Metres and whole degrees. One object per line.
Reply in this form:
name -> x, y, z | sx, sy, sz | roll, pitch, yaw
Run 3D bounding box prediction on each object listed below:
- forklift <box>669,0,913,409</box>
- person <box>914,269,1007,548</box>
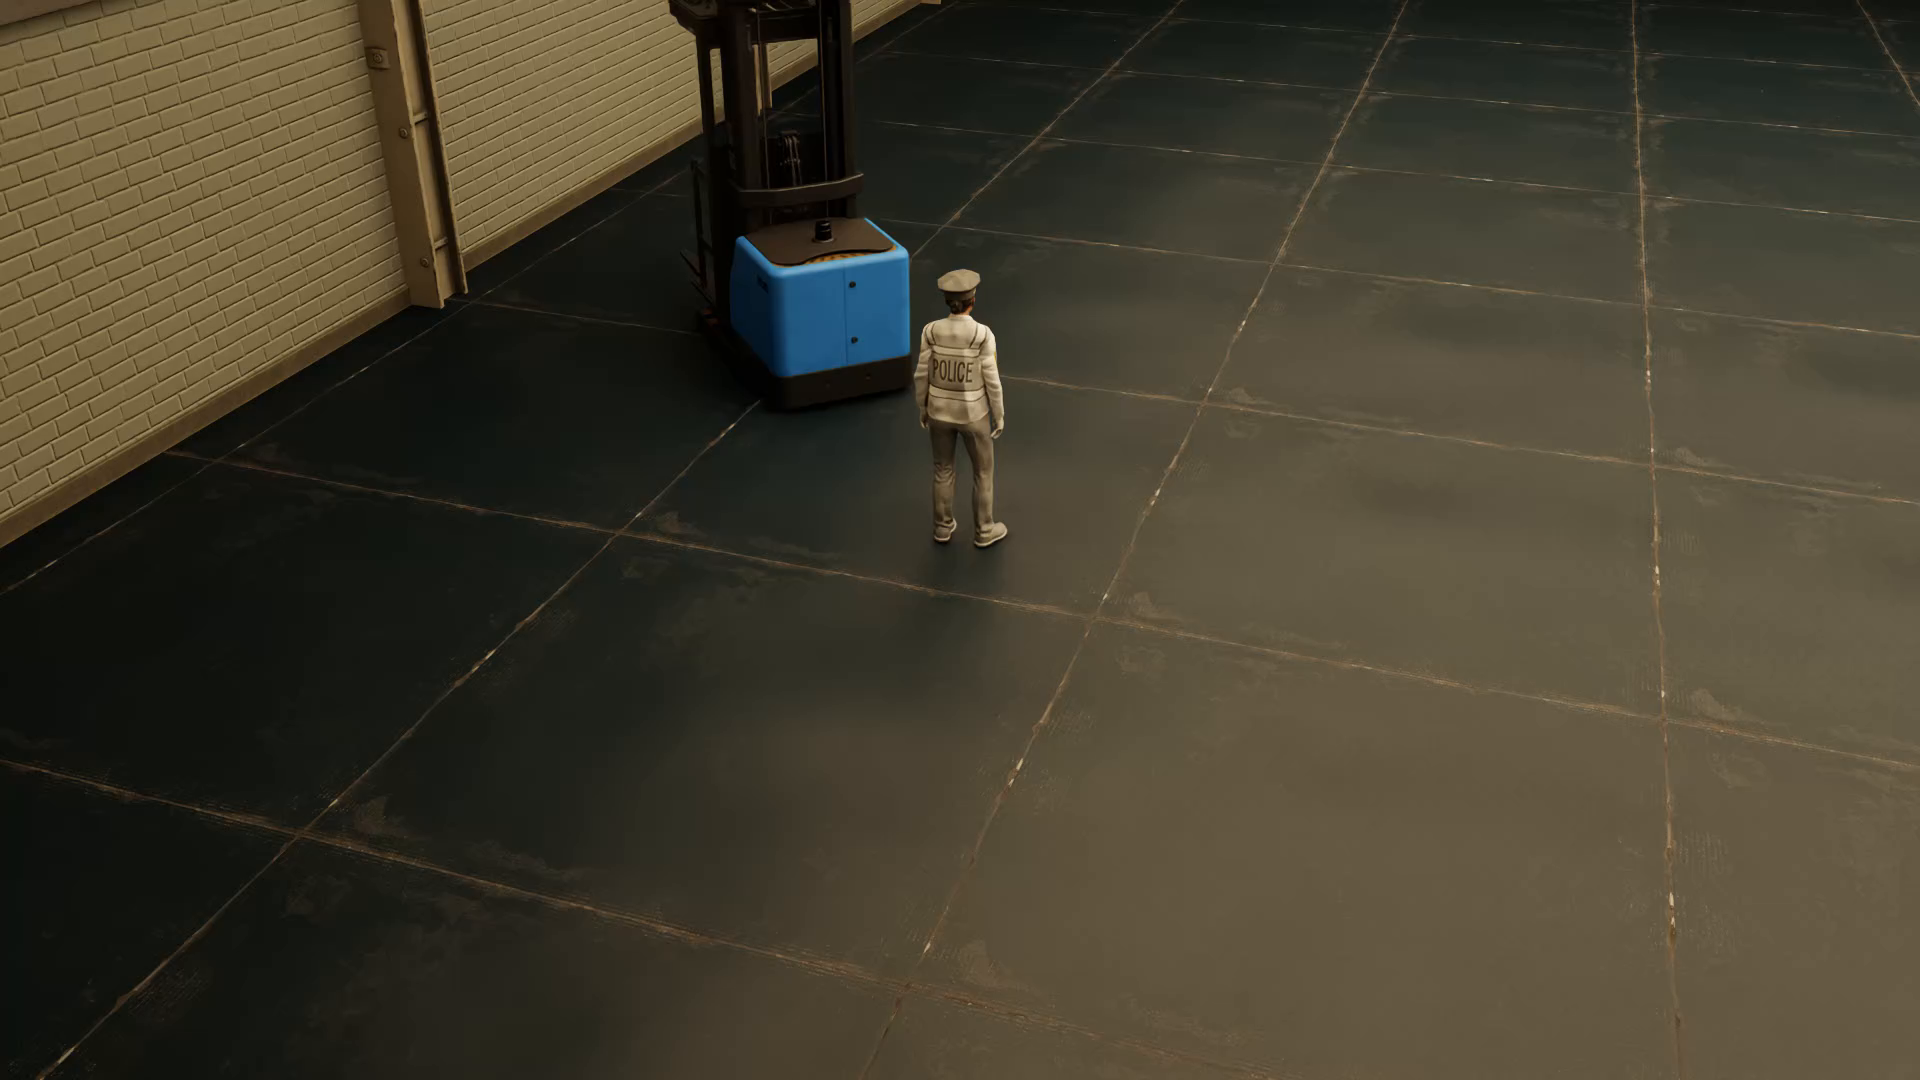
forklift -> -1.408, -2.894, 12.213 | 1.130, 2.935, 3.031 | -13, 32, -21
person -> 0.000, -0.737, 9.712 | 0.529, 1.663, 0.372 | 9, 31, 15
